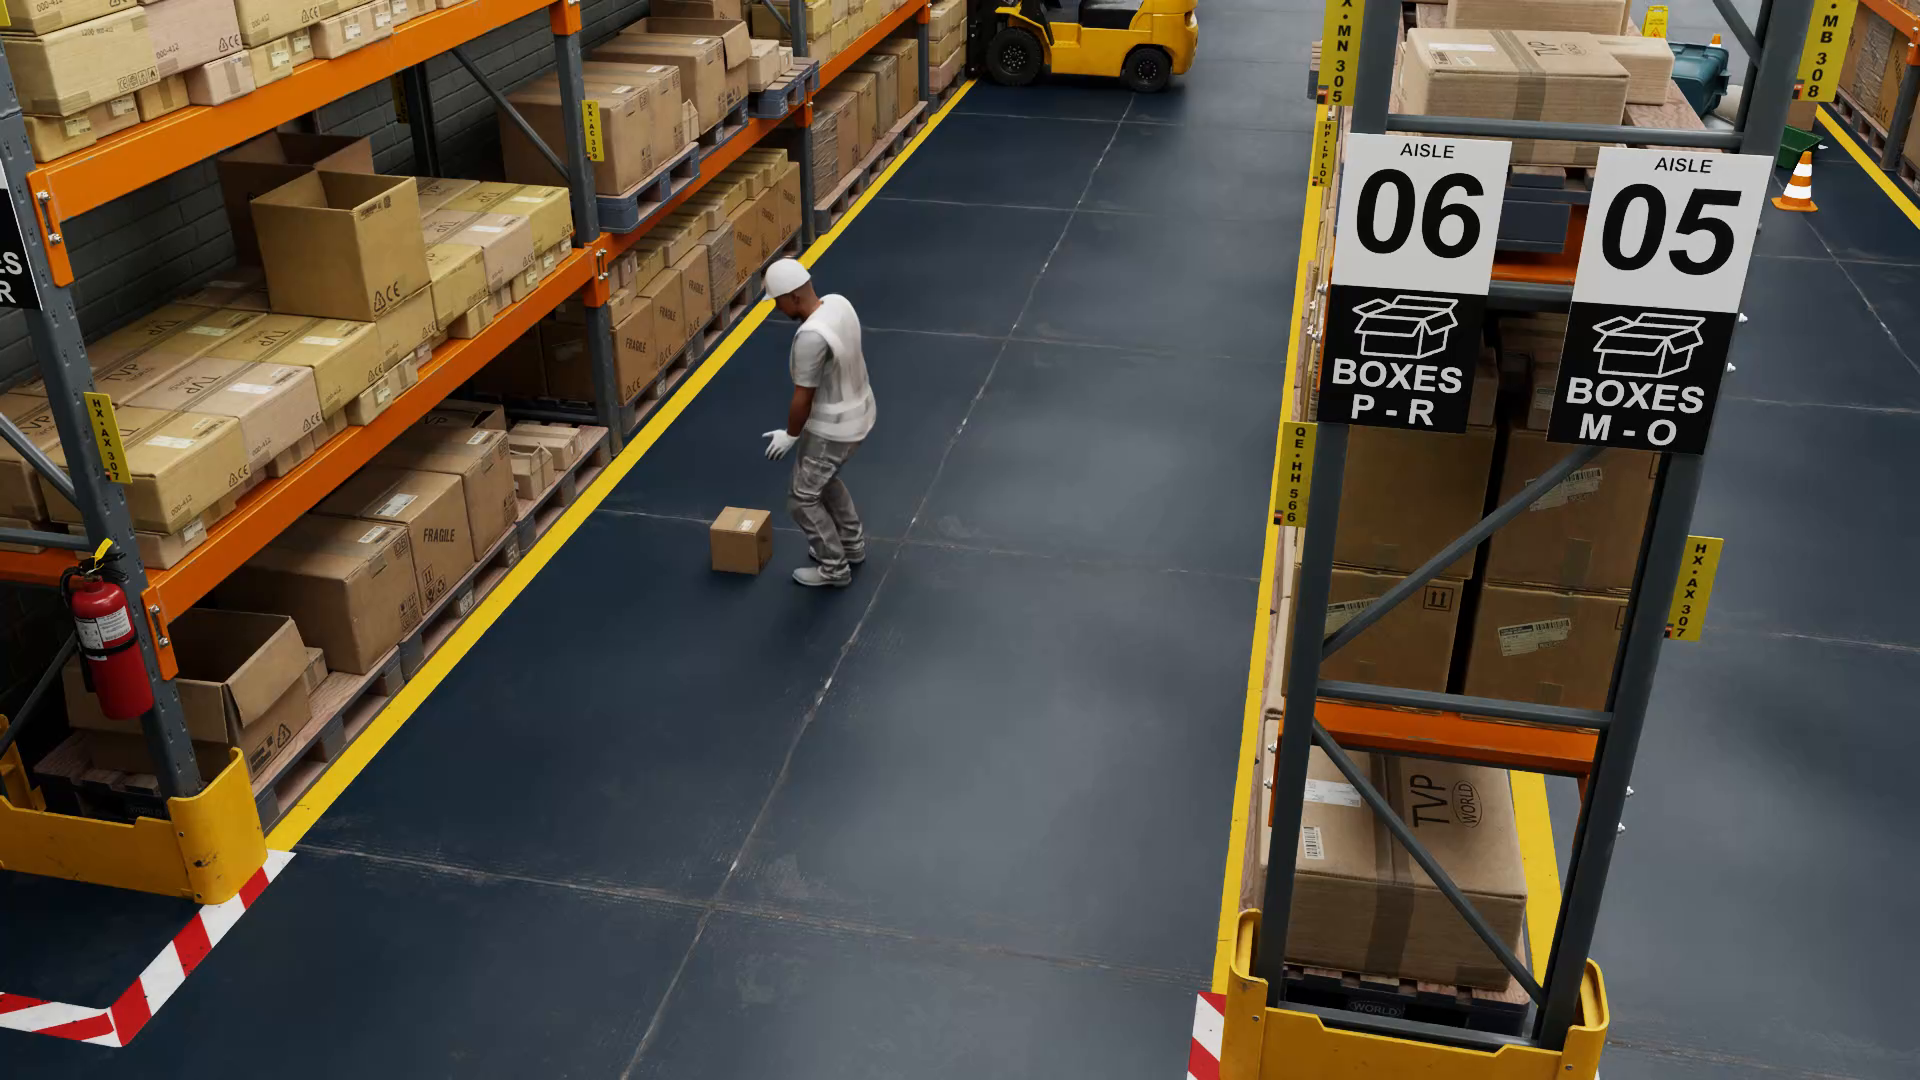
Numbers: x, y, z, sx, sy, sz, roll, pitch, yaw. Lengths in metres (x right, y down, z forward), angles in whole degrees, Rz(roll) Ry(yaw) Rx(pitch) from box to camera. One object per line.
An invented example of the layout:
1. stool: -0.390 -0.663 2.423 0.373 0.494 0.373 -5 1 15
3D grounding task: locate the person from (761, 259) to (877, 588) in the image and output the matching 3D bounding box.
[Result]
1. person: -0.694 -0.570 8.247 0.517 1.695 0.584 7 29 12
